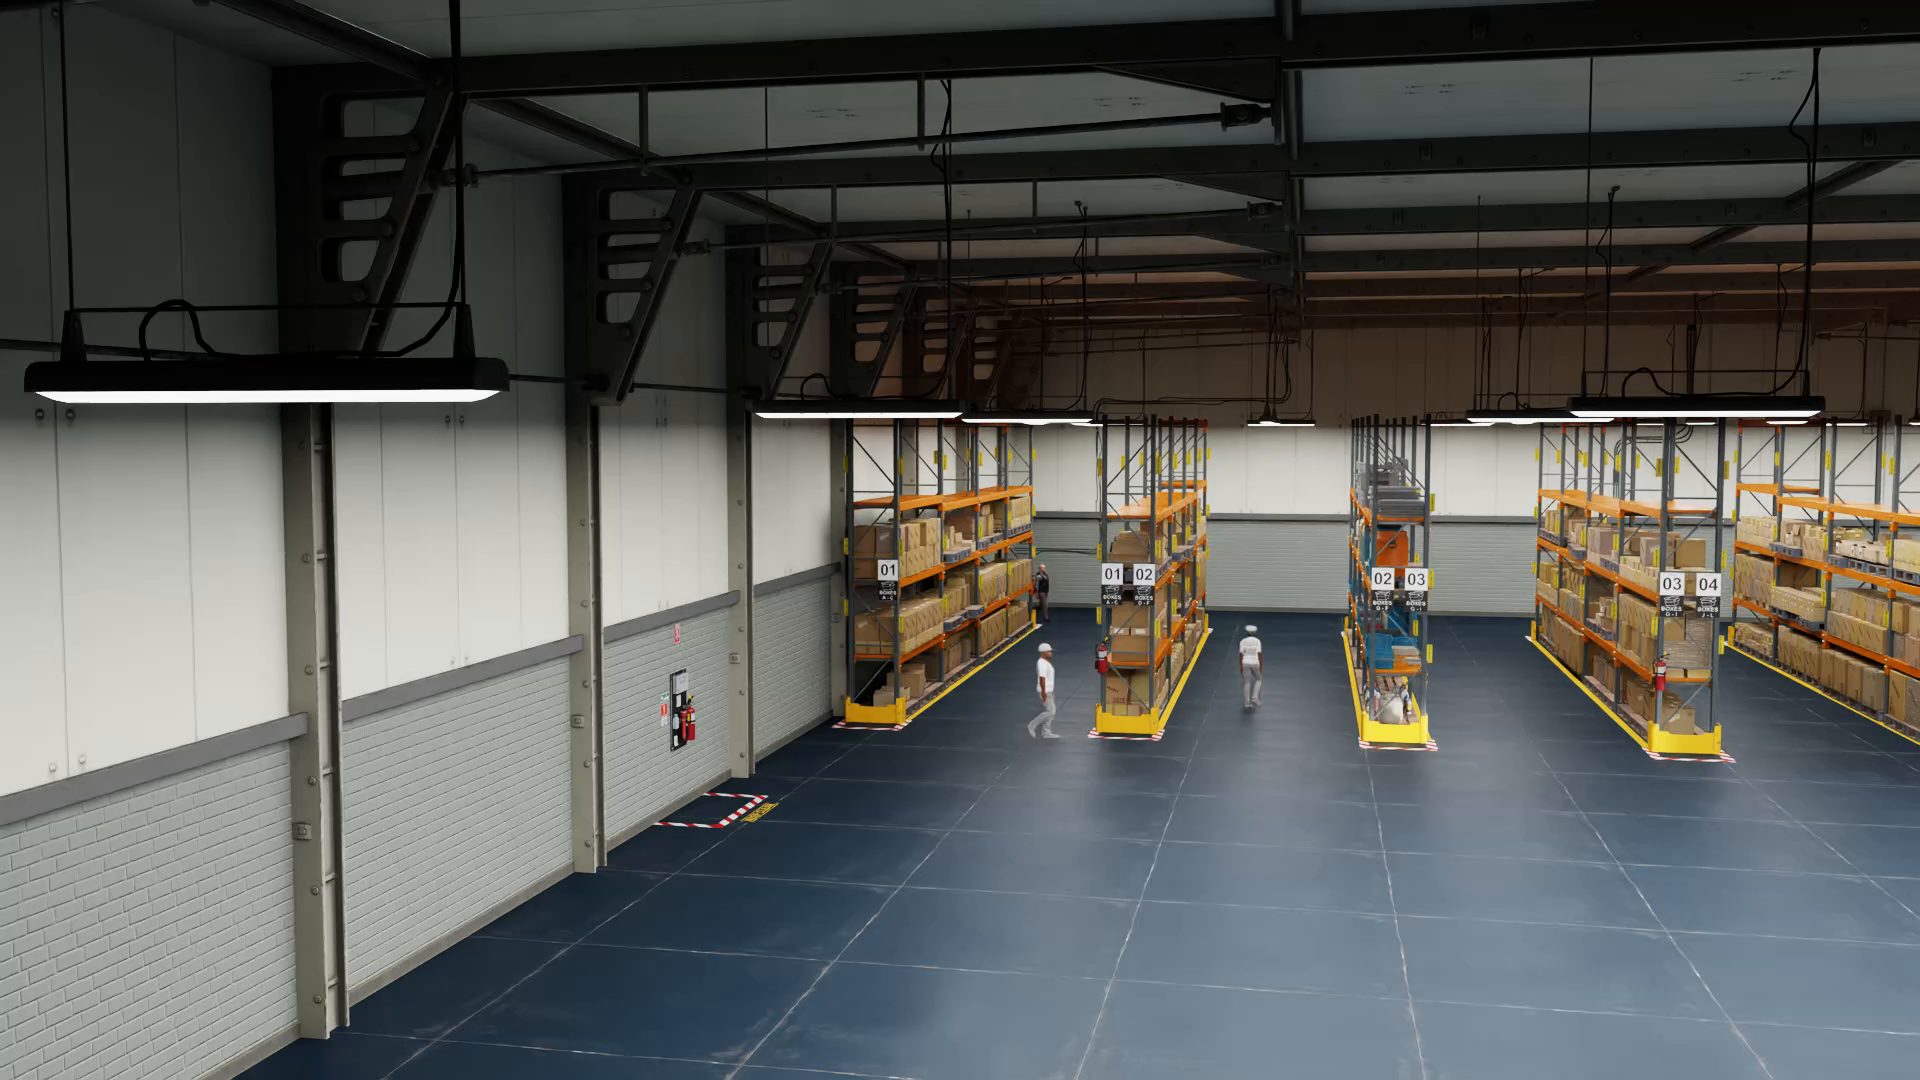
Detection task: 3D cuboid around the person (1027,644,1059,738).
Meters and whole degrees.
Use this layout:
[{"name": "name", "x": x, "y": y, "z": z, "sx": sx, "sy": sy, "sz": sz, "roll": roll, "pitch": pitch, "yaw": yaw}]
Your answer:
[{"name": "person", "x": 1.533, "y": 2.788, "z": 30.652, "sx": 0.607, "sy": 1.758, "sz": 0.588, "roll": 0, "pitch": 4, "yaw": 4}]

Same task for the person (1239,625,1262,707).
[{"name": "person", "x": 5.991, "y": 2.602, "z": 34.245, "sx": 0.496, "sy": 1.689, "sz": 0.518, "roll": 2, "pitch": 4, "yaw": 23}]

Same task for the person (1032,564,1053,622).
[{"name": "person", "x": 2.411, "y": 1.575, "z": 49.520, "sx": 0.844, "sy": 1.711, "sz": 0.545, "roll": 2, "pitch": 5, "yaw": 33}]
